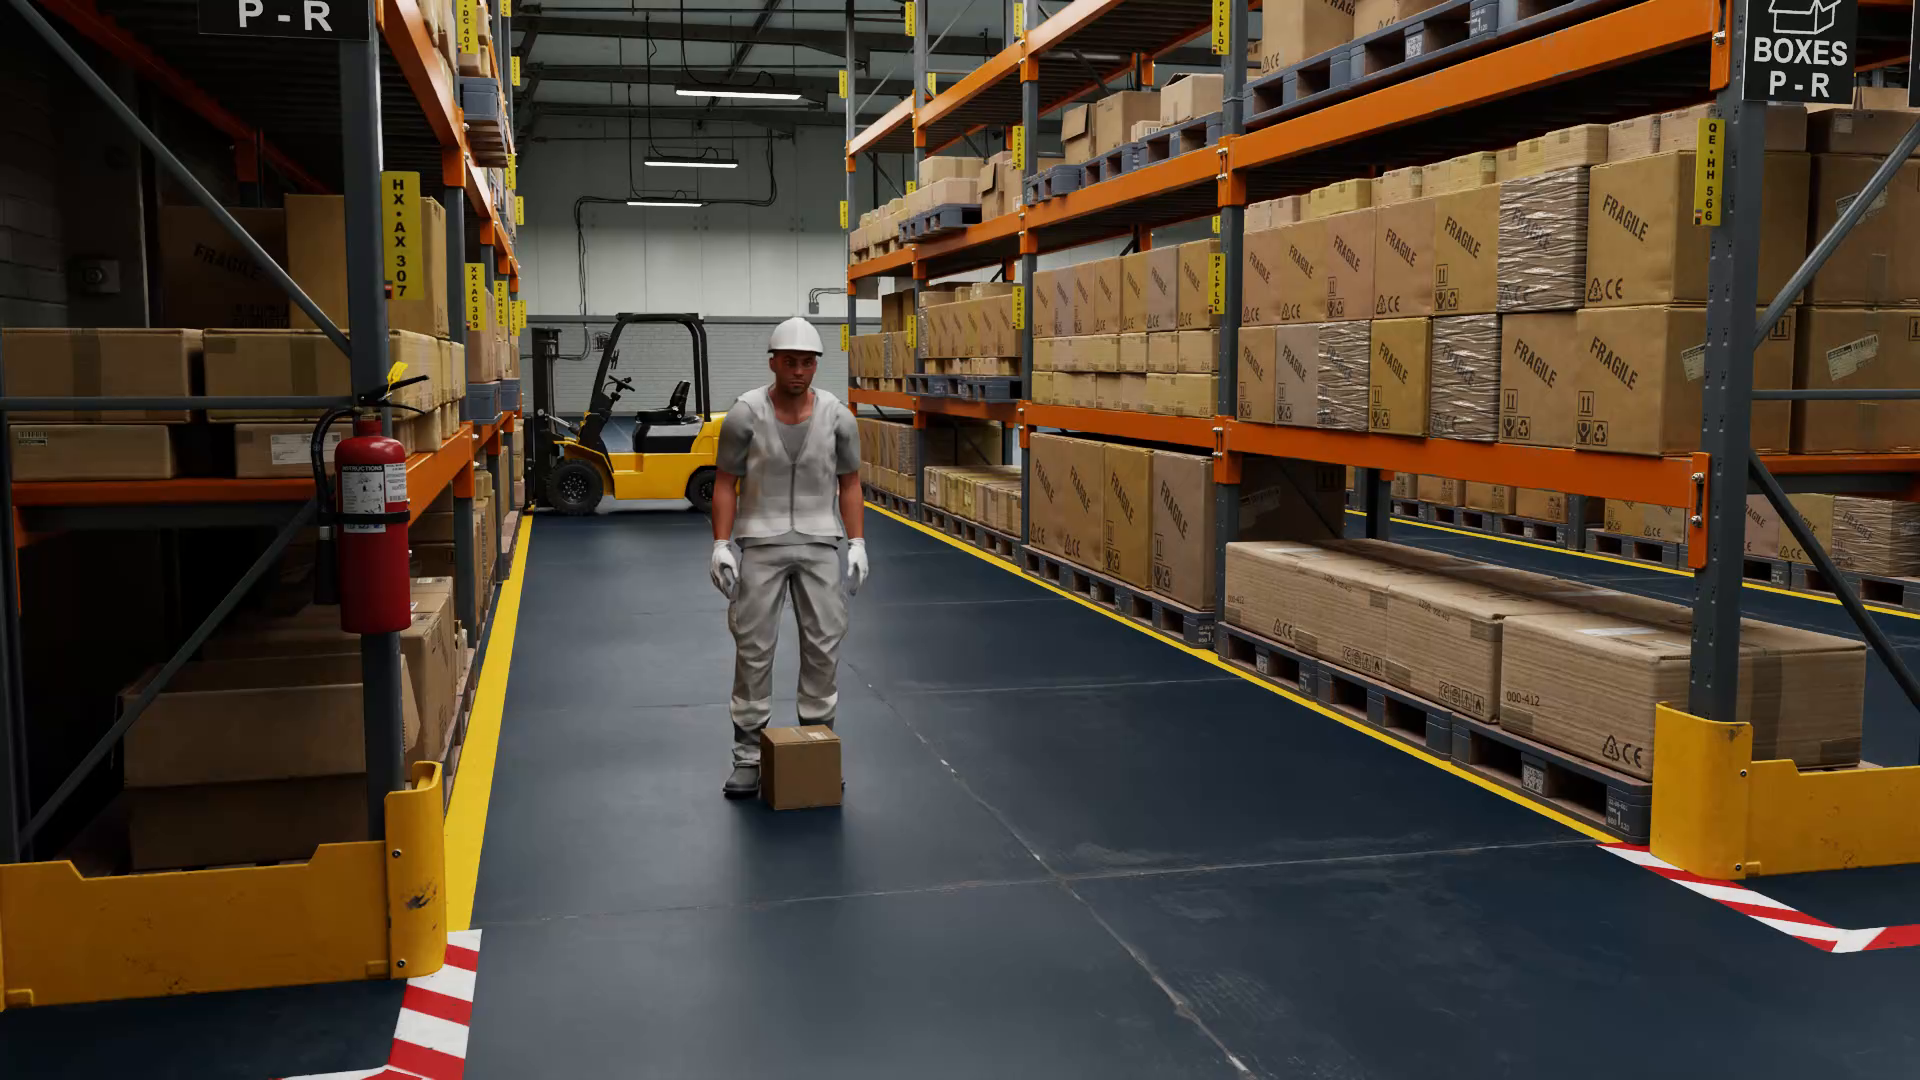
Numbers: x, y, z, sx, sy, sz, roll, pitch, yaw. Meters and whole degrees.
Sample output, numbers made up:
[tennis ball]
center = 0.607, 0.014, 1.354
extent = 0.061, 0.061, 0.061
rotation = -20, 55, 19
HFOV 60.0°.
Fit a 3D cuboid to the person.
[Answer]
[person]
center = -0.643, 0.056, 6.287
extent = 0.607, 1.779, 0.451
rotation = -1, 6, -14
